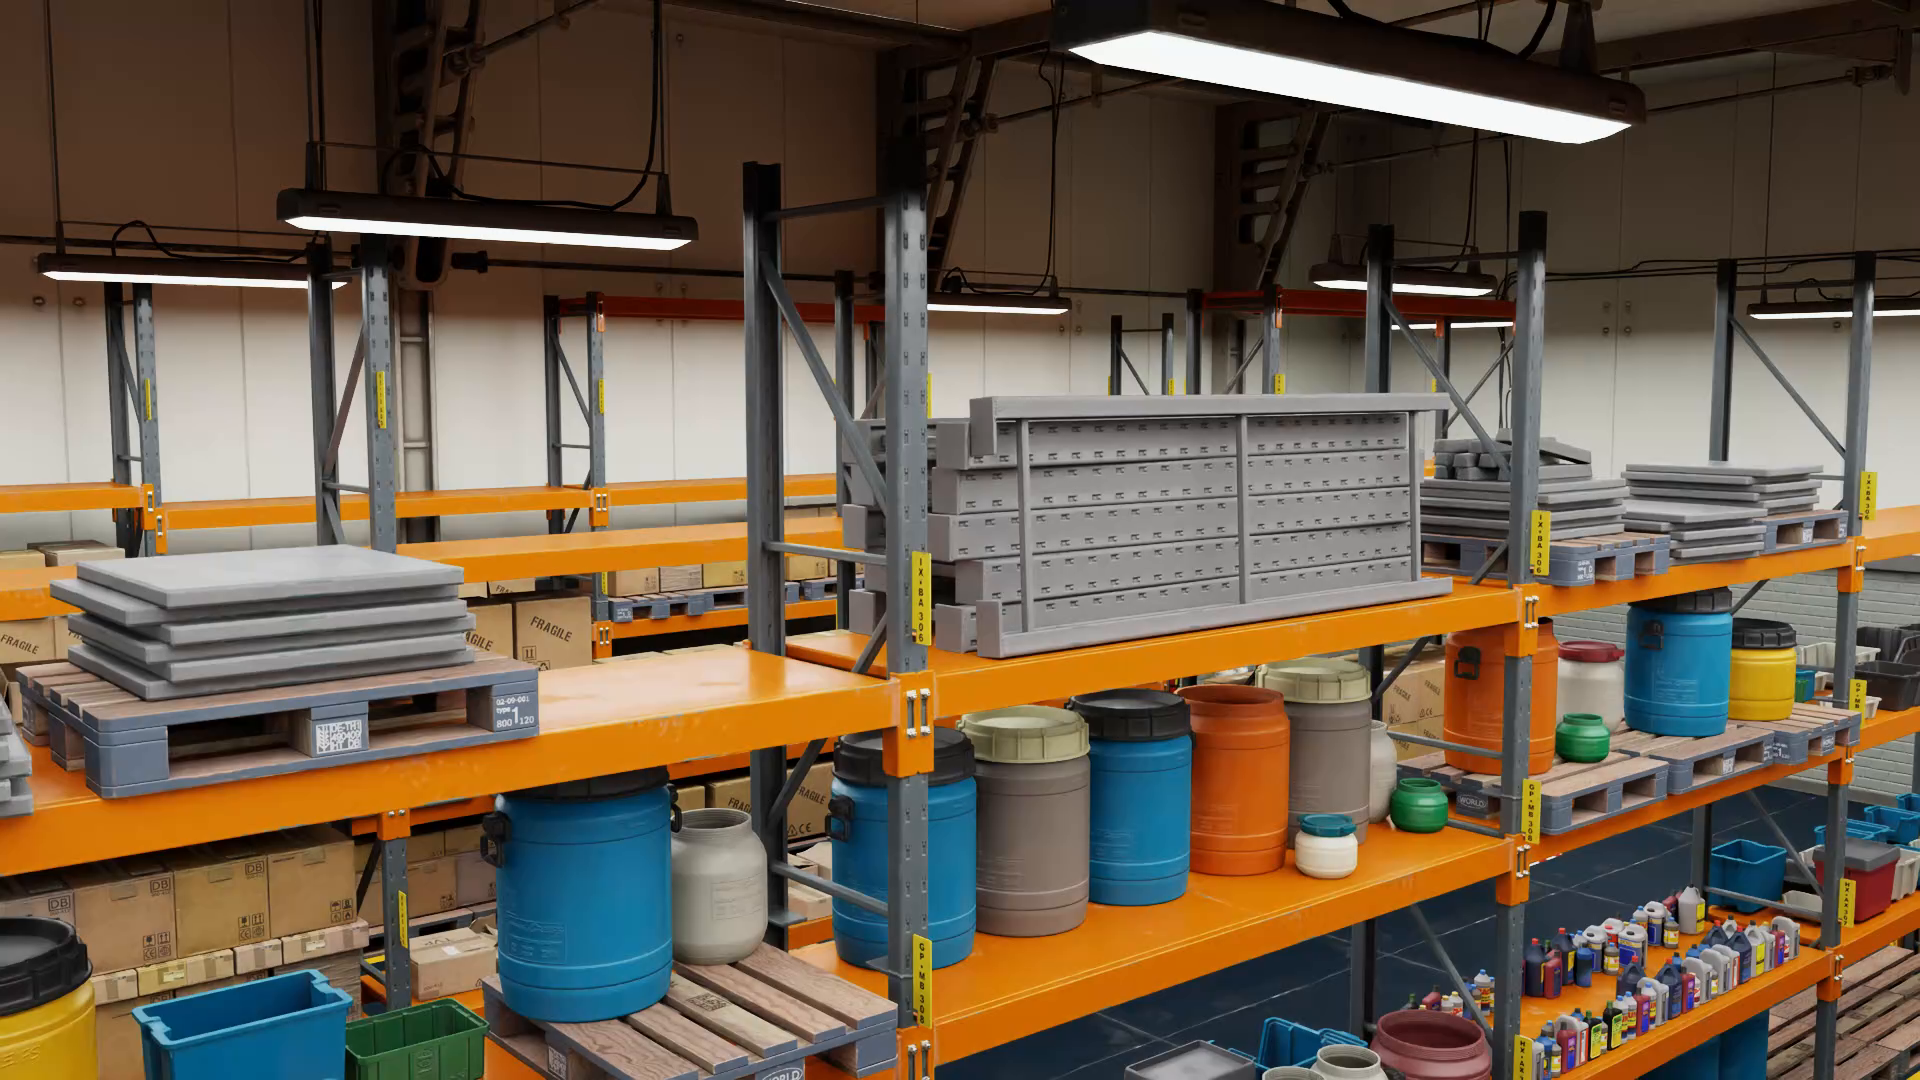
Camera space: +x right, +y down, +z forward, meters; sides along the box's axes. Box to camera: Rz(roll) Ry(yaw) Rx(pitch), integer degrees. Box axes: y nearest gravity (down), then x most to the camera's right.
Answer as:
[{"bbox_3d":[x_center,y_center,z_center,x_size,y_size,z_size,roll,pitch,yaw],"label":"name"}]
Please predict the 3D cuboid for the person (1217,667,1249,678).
[{"bbox_3d":[3.644,2.169,22.478,0.533,1.685,0.495,1,6,15],"label":"person"}]
